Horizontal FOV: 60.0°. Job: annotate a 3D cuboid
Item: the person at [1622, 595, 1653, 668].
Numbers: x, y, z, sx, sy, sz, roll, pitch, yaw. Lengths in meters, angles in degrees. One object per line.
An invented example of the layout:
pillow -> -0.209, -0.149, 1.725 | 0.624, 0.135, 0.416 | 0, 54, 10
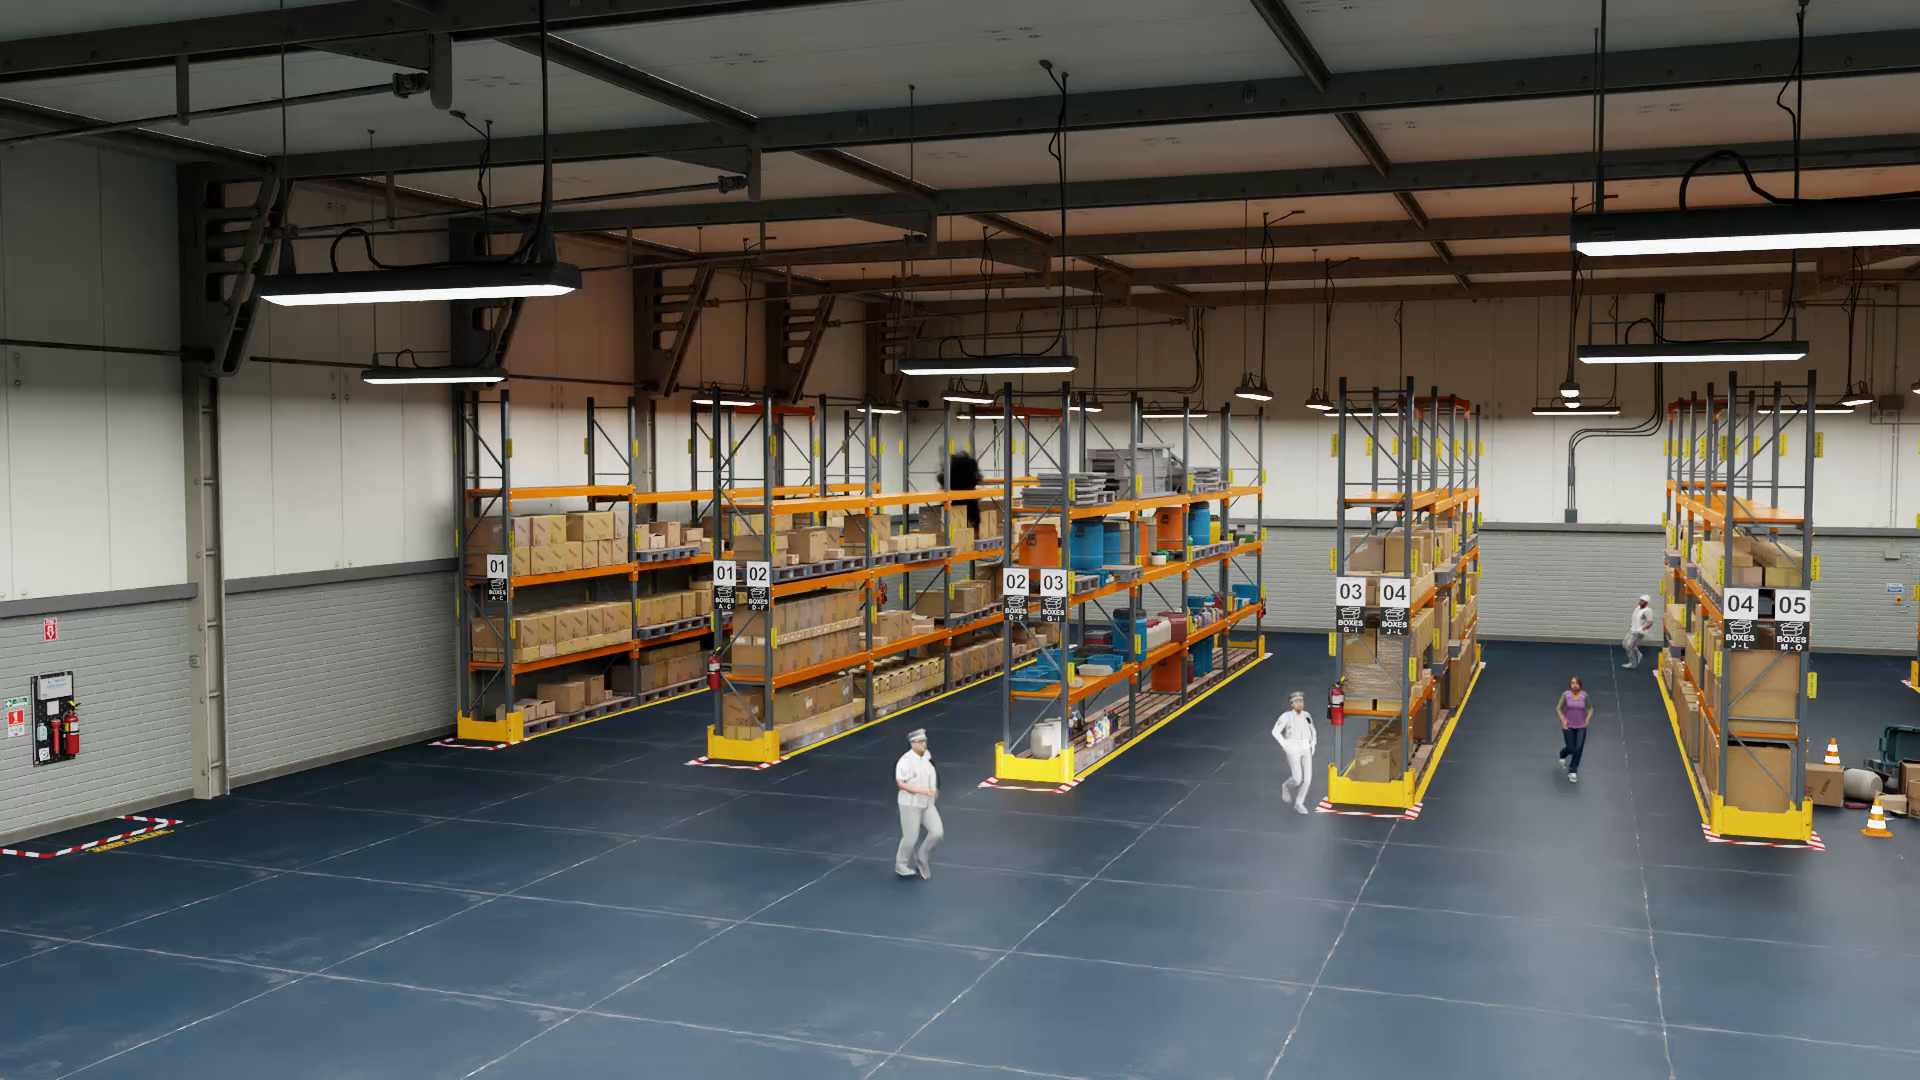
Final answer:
person -> 15.325, 2.076, 37.653 | 0.525, 1.699, 0.724 | 0, 3, 4

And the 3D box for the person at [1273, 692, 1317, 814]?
person -> 4.649, 2.920, 23.000 | 0.632, 1.671, 0.517 | -1, 3, -14

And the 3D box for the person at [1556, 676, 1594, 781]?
person -> 9.321, 2.853, 25.210 | 0.534, 1.556, 0.591 | 1, 3, 12

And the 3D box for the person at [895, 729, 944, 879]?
person -> -0.449, 3.075, 19.261 | 0.702, 1.813, 0.693 | 3, 4, 45
